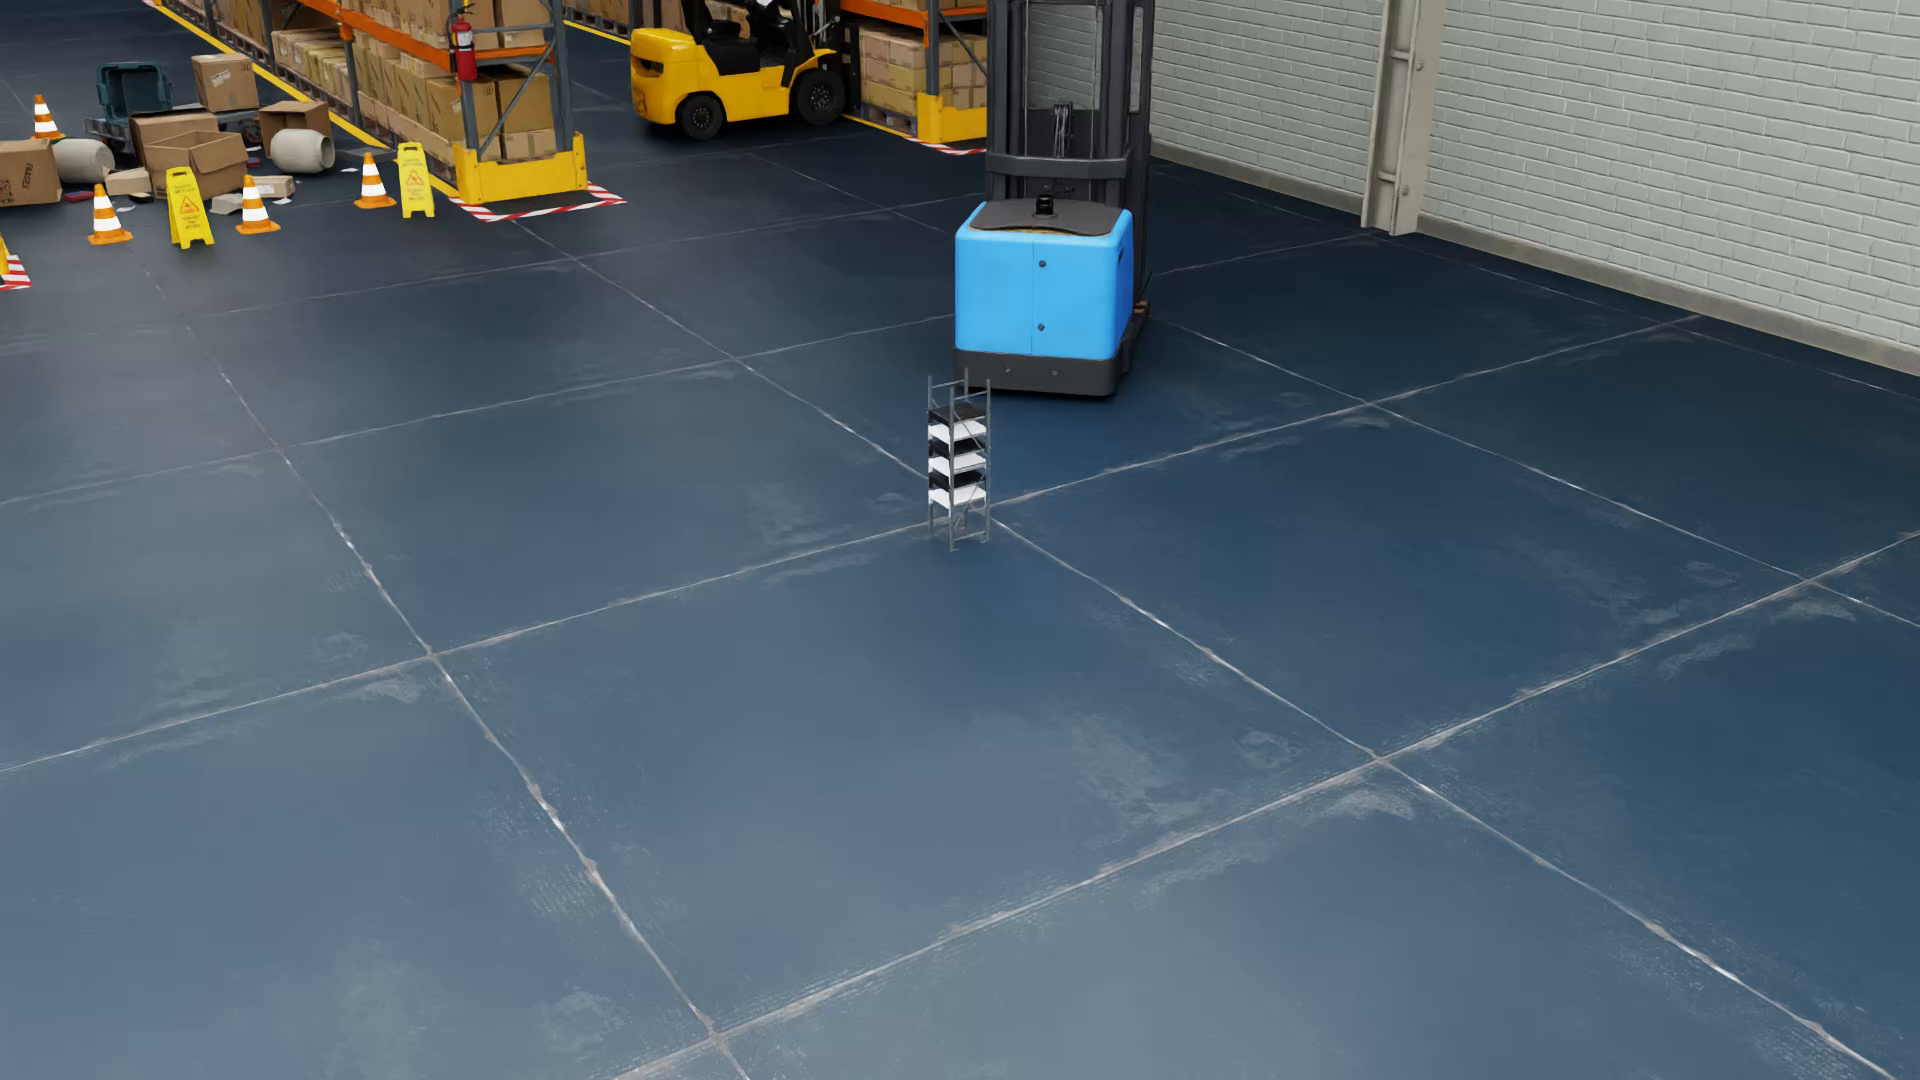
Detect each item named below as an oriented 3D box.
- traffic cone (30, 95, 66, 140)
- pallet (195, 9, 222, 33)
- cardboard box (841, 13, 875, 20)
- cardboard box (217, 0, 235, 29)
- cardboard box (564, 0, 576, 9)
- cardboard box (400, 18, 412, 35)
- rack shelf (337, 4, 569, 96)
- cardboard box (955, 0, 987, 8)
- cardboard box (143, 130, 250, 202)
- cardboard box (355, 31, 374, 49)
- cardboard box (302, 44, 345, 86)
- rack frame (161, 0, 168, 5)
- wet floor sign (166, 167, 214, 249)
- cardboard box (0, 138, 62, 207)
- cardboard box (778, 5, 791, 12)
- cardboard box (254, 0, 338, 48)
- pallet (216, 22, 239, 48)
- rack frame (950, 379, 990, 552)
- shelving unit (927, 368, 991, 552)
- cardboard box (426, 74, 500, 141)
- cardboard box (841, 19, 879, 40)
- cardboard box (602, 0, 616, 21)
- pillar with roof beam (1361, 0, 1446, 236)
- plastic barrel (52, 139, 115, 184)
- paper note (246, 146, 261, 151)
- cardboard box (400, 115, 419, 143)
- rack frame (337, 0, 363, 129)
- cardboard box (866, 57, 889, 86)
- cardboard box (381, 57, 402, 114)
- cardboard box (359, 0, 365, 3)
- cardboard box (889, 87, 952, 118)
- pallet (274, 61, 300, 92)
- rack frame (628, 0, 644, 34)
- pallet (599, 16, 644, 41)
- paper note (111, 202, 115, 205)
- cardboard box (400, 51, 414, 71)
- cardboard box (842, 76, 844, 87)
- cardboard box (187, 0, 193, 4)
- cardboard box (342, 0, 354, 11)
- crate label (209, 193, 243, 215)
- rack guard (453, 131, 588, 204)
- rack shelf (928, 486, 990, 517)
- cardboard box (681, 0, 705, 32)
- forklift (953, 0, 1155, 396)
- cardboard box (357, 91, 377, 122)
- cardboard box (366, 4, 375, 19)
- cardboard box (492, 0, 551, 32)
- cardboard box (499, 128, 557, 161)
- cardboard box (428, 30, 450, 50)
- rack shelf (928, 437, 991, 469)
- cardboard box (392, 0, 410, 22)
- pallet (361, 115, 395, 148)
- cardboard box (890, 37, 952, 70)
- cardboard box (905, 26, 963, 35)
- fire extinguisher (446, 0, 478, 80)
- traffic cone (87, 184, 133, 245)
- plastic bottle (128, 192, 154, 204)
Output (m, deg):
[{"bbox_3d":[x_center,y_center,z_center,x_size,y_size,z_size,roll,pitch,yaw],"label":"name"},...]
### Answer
[{"bbox_3d":[-9.807,-4.526,17.795,0.336,0.463,0.334,-16,29,-30],"label":"traffic cone"},{"bbox_3d":[-10.965,-7.922,25.284,1.003,0.211,1.213,-16,29,-30],"label":"pallet"},{"bbox_3d":[-1.107,-6.095,19.706,0.500,0.250,0.500,-15,29,-29],"label":"cardboard box"},{"bbox_3d":[-10.210,-7.919,24.007,0.875,0.875,0.875,-15,29,-28],"label":"cardboard box"},{"bbox_3d":[-5.816,-8.517,25.715,0.500,0.500,0.500,-17,30,-31],"label":"cardboard box"},{"bbox_3d":[-5.205,-5.012,16.148,0.380,0.149,0.250,-16,30,-30],"label":"cardboard box"},{"bbox_3d":[-5.157,-4.991,16.651,1.077,0.370,4.000,-16,29,-30],"label":"rack shelf"},{"bbox_3d":[0.054,-6.046,17.926,0.500,0.500,0.500,-14,29,-28],"label":"cardboard box"},{"bbox_3d":[-7.145,-3.510,15.596,0.637,0.503,0.797,7,26,15],"label":"cardboard box"},{"bbox_3d":[-6.135,-5.278,17.507,0.380,0.149,0.250,-15,29,-29],"label":"cardboard box"},{"bbox_3d":[-7.313,-5.725,19.949,0.950,0.372,0.625,-14,29,-28],"label":"cardboard box"},{"bbox_3d":[-12.799,-10.323,27.104,1.000,3.000,0.127,-16,29,-30],"label":"rack frame"},{"bbox_3d":[-6.482,-2.797,13.920,0.267,0.644,0.232,-22,33,-38],"label":"wet floor sign"},{"bbox_3d":[-8.633,-3.396,15.356,0.500,0.500,0.500,-10,27,-21],"label":"cardboard box"},{"bbox_3d":[-2.090,-6.342,20.228,0.500,0.250,0.500,-16,30,-30],"label":"cardboard box"},{"bbox_3d":[-8.739,-6.958,21.971,0.875,0.875,0.875,-16,30,-30],"label":"cardboard box"},{"bbox_3d":[-10.131,-7.373,24.122,1.003,0.211,1.213,-16,29,-30],"label":"pallet"},{"bbox_3d":[0.051,-0.373,8.487,0.240,0.900,0.006,-16,29,-30],"label":"rack frame"},{"bbox_3d":[-0.004,-0.410,8.564,0.258,0.900,0.210,-16,29,-30],"label":"shelving unit"},{"bbox_3d":[-4.721,-4.112,15.797,0.500,0.500,0.500,-15,29,-29],"label":"cardboard box"},{"bbox_3d":[-1.258,-5.792,19.063,0.500,0.250,0.500,-16,30,-31],"label":"cardboard box"},{"bbox_3d":[-4.951,-7.962,24.539,0.500,0.500,0.500,-16,30,-30],"label":"cardboard box"},{"bbox_3d":[0.136,-5.781,10.456,9.100,9.000,0.400,-16,29,-30],"label":"pillar with roof beam"},{"bbox_3d":[-8.436,-3.628,15.940,0.512,0.421,0.421,3,25,6],"label":"plastic barrel"},{"bbox_3d":[-7.388,-4.102,17.403,0.148,0.019,0.142,-16,29,-30],"label":"paper note"},{"bbox_3d":[-5.298,-4.147,16.749,0.500,0.250,0.500,-17,30,-31],"label":"cardboard box"},{"bbox_3d":[-6.248,-6.031,18.012,1.000,3.000,0.127,-16,29,-30],"label":"rack frame"},{"bbox_3d":[-0.700,-5.214,18.425,0.500,0.250,0.500,-16,30,-30],"label":"cardboard box"},{"bbox_3d":[-5.569,-4.668,16.976,0.500,0.500,0.500,-14,29,-27],"label":"cardboard box"},{"bbox_3d":[-5.948,-5.815,17.088,0.500,0.500,0.500,-16,29,-30],"label":"cardboard box"},{"bbox_3d":[-0.429,-4.800,18.132,0.500,0.250,0.500,-15,29,-29],"label":"cardboard box"},{"bbox_3d":[-8.007,-5.921,21.046,1.003,0.211,1.213,-16,29,-30],"label":"pallet"},{"bbox_3d":[-4.275,-8.620,23.496,1.000,3.000,0.127,-16,29,-30],"label":"rack frame"},{"bbox_3d":[-4.651,-7.635,24.676,1.003,0.211,1.213,-16,29,-30],"label":"pallet"},{"bbox_3d":[-7.805,-3.095,15.294,0.032,0.001,0.123,-1,25,-3],"label":"paper note"},{"bbox_3d":[-5.254,-4.706,16.296,0.380,0.149,0.250,-14,29,-27],"label":"cardboard box"},{"bbox_3d":[-1.261,-5.341,19.280,0.500,0.250,0.500,-15,29,-28],"label":"cardboard box"},{"bbox_3d":[-11.848,-8.817,26.422,0.875,0.438,0.875,-15,29,-28],"label":"cardboard box"},{"bbox_3d":[-6.345,-5.730,17.669,0.380,0.149,0.250,-16,29,-30],"label":"cardboard box"},{"bbox_3d":[-6.606,-3.046,15.041,0.298,0.136,0.250,12,28,24],"label":"crate label"},{"bbox_3d":[-4.106,-3.497,15.573,1.175,0.500,0.348,-16,29,-30],"label":"rack guard"},{"bbox_3d":[-0.004,-0.217,8.655,0.258,0.077,0.200,-16,29,-30],"label":"rack shelf"},{"bbox_3d":[-3.215,-7.037,22.433,0.875,0.625,0.625,-17,30,-32],"label":"cardboard box"},{"bbox_3d":[0.770,-2.840,11.333,1.130,2.935,3.031,5,26,11],"label":"forklift"},{"bbox_3d":[-6.152,-4.704,17.929,0.500,0.250,0.500,-17,30,-32],"label":"cardboard box"},{"bbox_3d":[-5.887,-5.468,17.113,0.380,0.149,0.250,-15,29,-28],"label":"cardboard box"},{"bbox_3d":[-4.091,-5.014,15.393,0.500,0.500,0.500,-16,30,-30],"label":"cardboard box"},{"bbox_3d":[-4.273,-3.900,16.227,0.500,0.250,0.500,-16,30,-30],"label":"cardboard box"},{"bbox_3d":[-4.679,-4.636,15.350,0.380,0.149,0.250,-16,30,-30],"label":"cardboard box"},{"bbox_3d":[-0.004,-0.461,8.540,0.258,0.077,0.200,-16,29,-30],"label":"rack shelf"},{"bbox_3d":[-5.132,-5.270,15.935,0.500,0.500,0.500,-16,29,-30],"label":"cardboard box"},{"bbox_3d":[-5.852,-4.538,18.116,1.003,0.211,1.213,-16,29,-30],"label":"pallet"},{"bbox_3d":[-0.421,-5.249,17.914,0.500,0.250,0.500,-14,29,-28],"label":"cardboard box"},{"bbox_3d":[-0.288,-5.551,18.553,0.500,0.250,0.500,-15,29,-29],"label":"cardboard box"},{"bbox_3d":[-4.388,-4.417,14.684,0.296,0.674,0.183,-16,29,-30],"label":"fire extinguisher"},{"bbox_3d":[-7.257,-2.785,14.107,0.336,0.463,0.334,-16,29,-30],"label":"traffic cone"},{"bbox_3d":[-7.599,-3.172,15.398,0.283,0.061,0.133,18,31,33],"label":"plastic bottle"}]
